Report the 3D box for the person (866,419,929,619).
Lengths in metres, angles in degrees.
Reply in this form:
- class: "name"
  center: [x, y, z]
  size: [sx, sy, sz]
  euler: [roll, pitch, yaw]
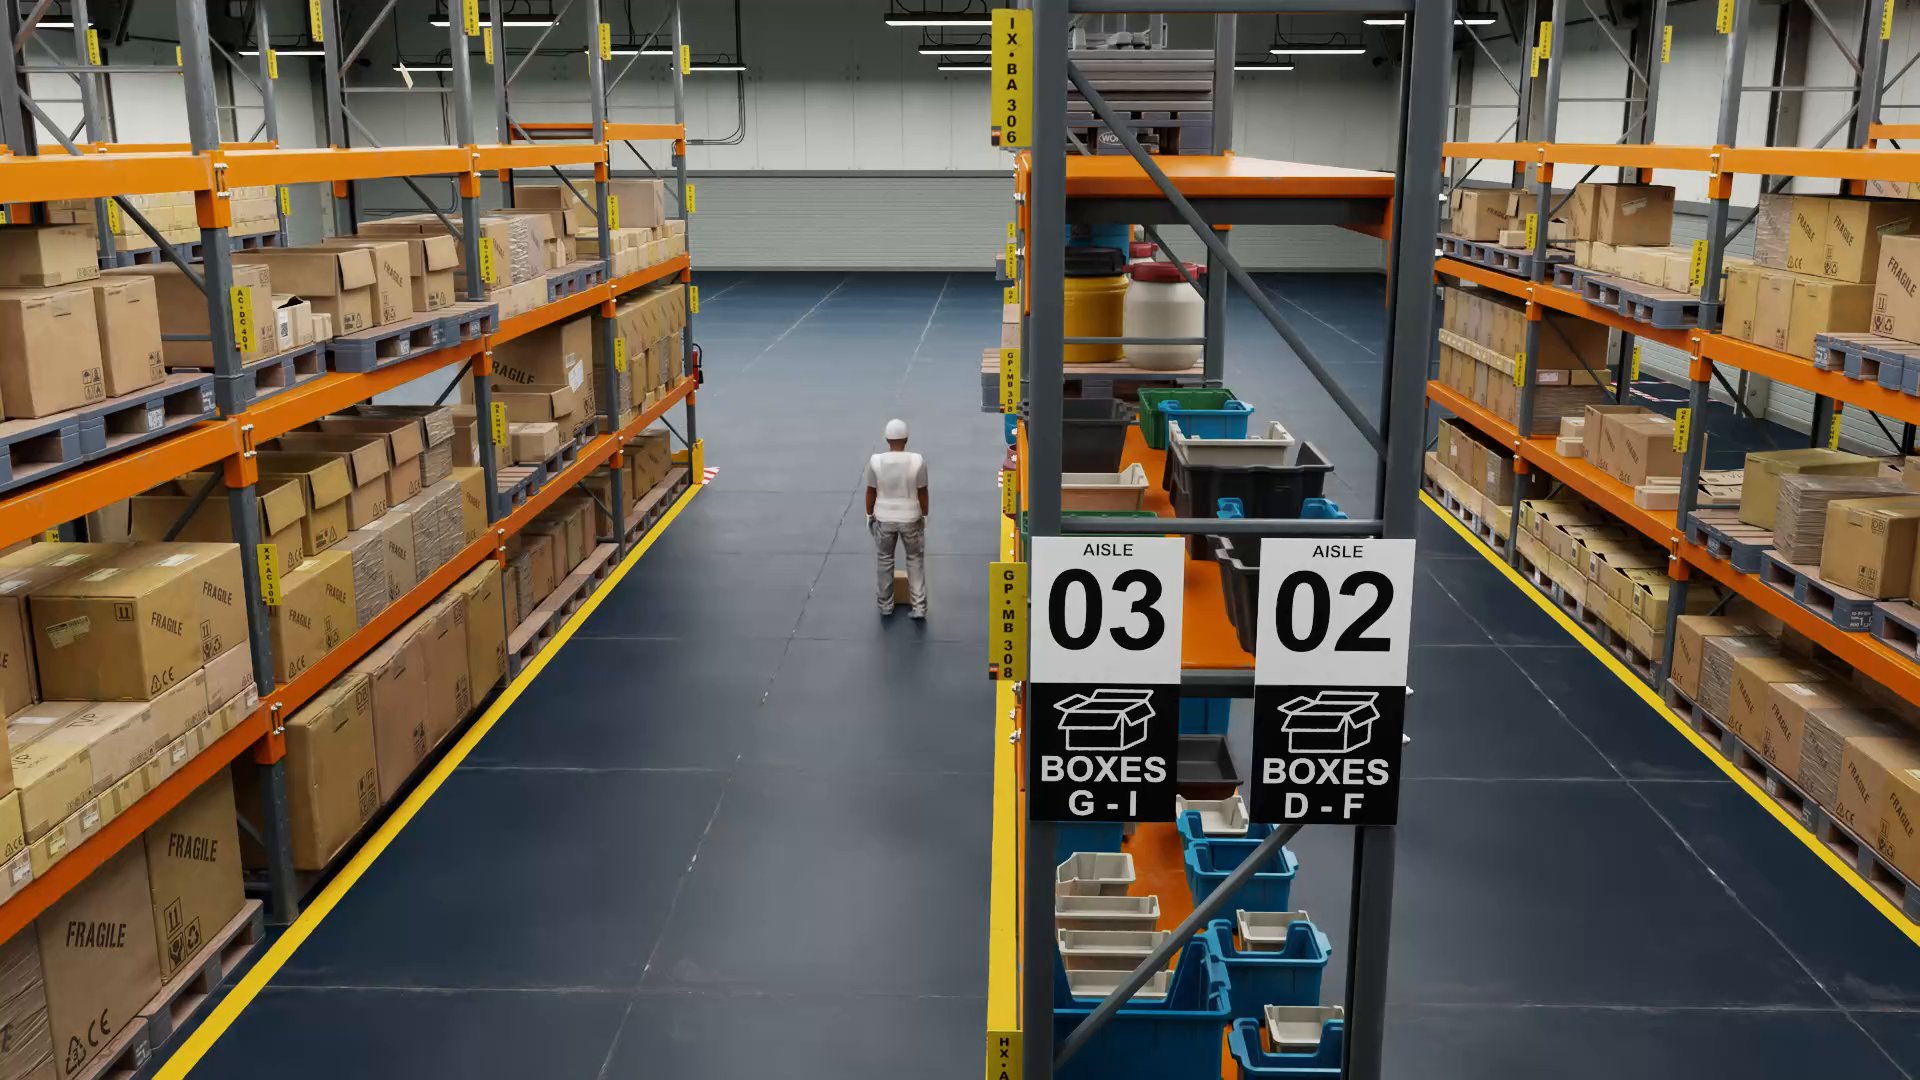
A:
- class: "person"
  center: [-0.550, -0.178, 14.771]
  size: [0.558, 1.828, 0.456]
  euler: [1, 14, 3]
